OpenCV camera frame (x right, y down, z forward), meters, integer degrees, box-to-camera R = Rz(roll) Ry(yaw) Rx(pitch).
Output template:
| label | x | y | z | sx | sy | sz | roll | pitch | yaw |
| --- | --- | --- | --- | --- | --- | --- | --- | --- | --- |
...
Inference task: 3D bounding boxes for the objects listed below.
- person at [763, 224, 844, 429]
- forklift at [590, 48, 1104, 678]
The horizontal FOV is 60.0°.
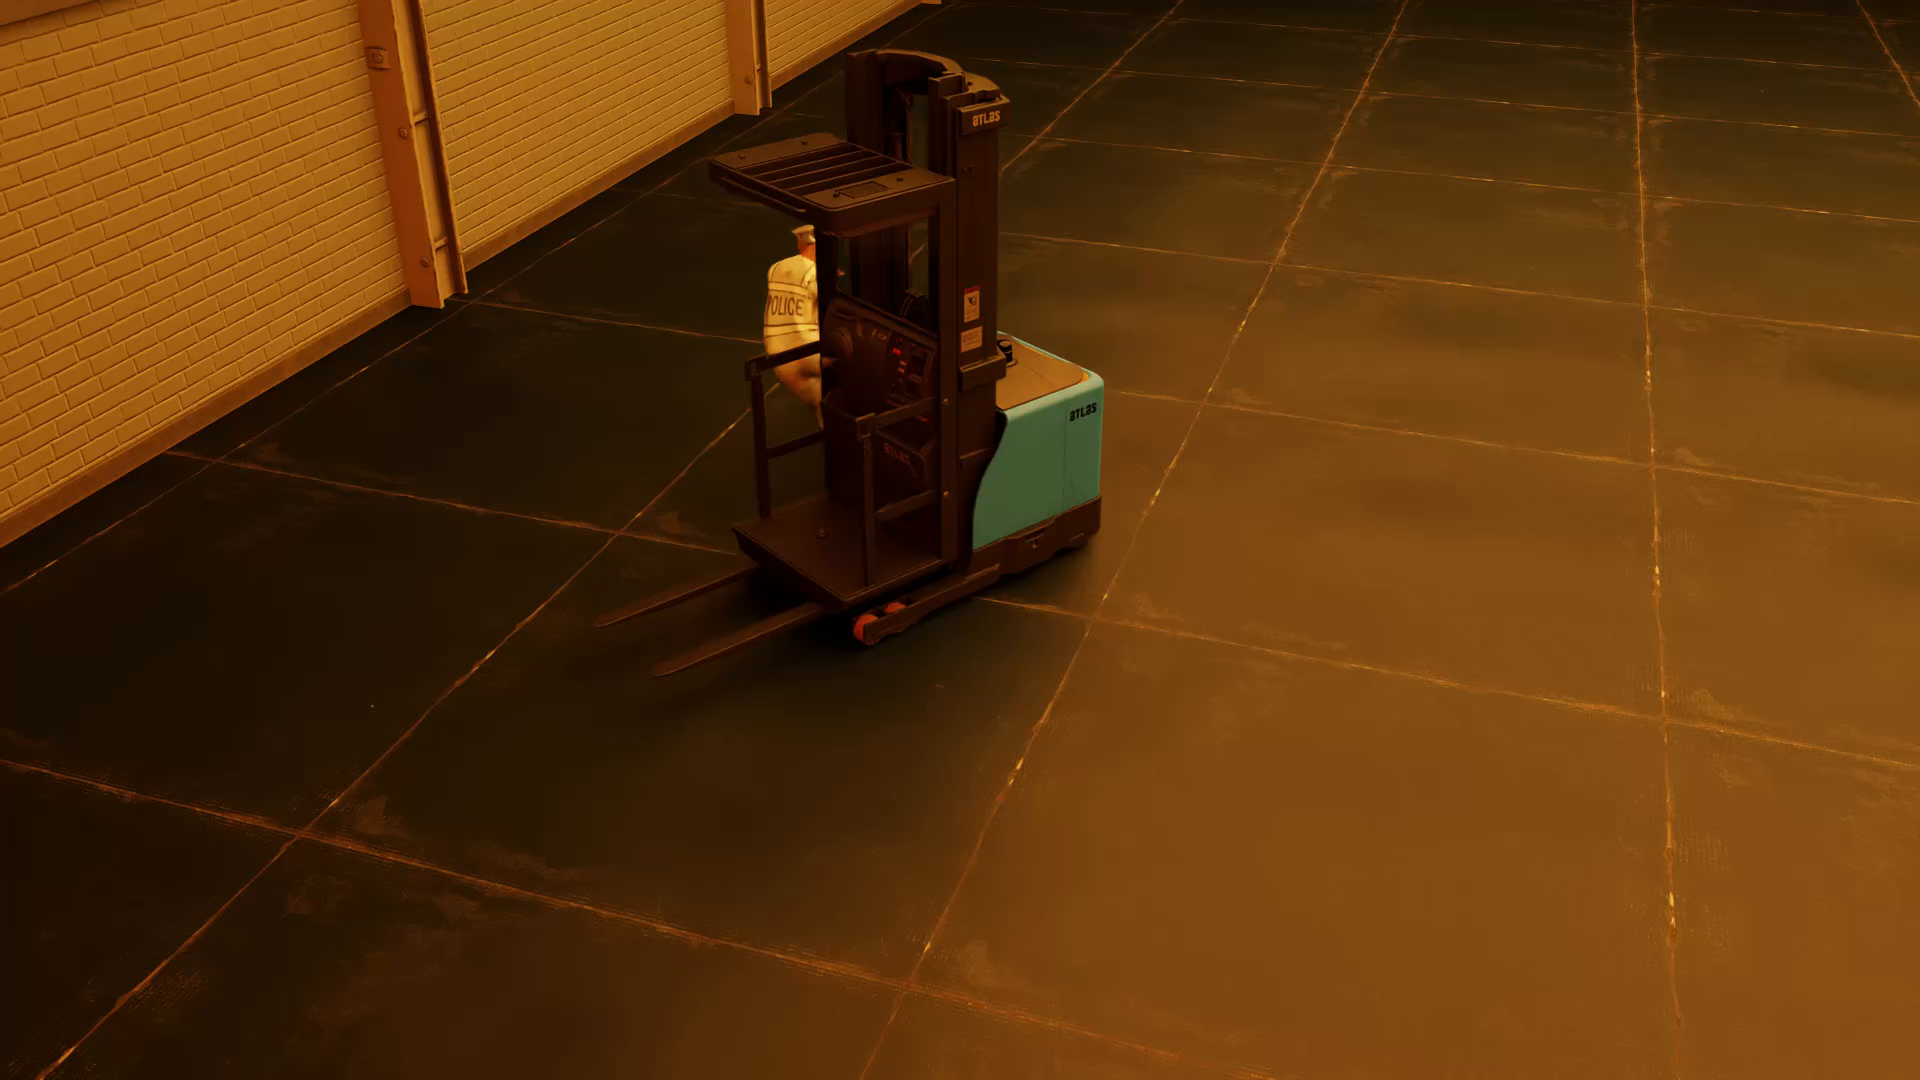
| label | x | y | z | sx | sy | sz | roll | pitch | yaw |
| --- | --- | --- | --- | --- | --- | --- | --- | --- | --- |
| person | -0.822 | -1.285 | 10.788 | 0.999 | 1.522 | 0.930 | 10 | 31 | 16 |
| forklift | -0.603 | -0.993 | 8.879 | 3.031 | 2.935 | 1.130 | -23 | 37 | -34 |
